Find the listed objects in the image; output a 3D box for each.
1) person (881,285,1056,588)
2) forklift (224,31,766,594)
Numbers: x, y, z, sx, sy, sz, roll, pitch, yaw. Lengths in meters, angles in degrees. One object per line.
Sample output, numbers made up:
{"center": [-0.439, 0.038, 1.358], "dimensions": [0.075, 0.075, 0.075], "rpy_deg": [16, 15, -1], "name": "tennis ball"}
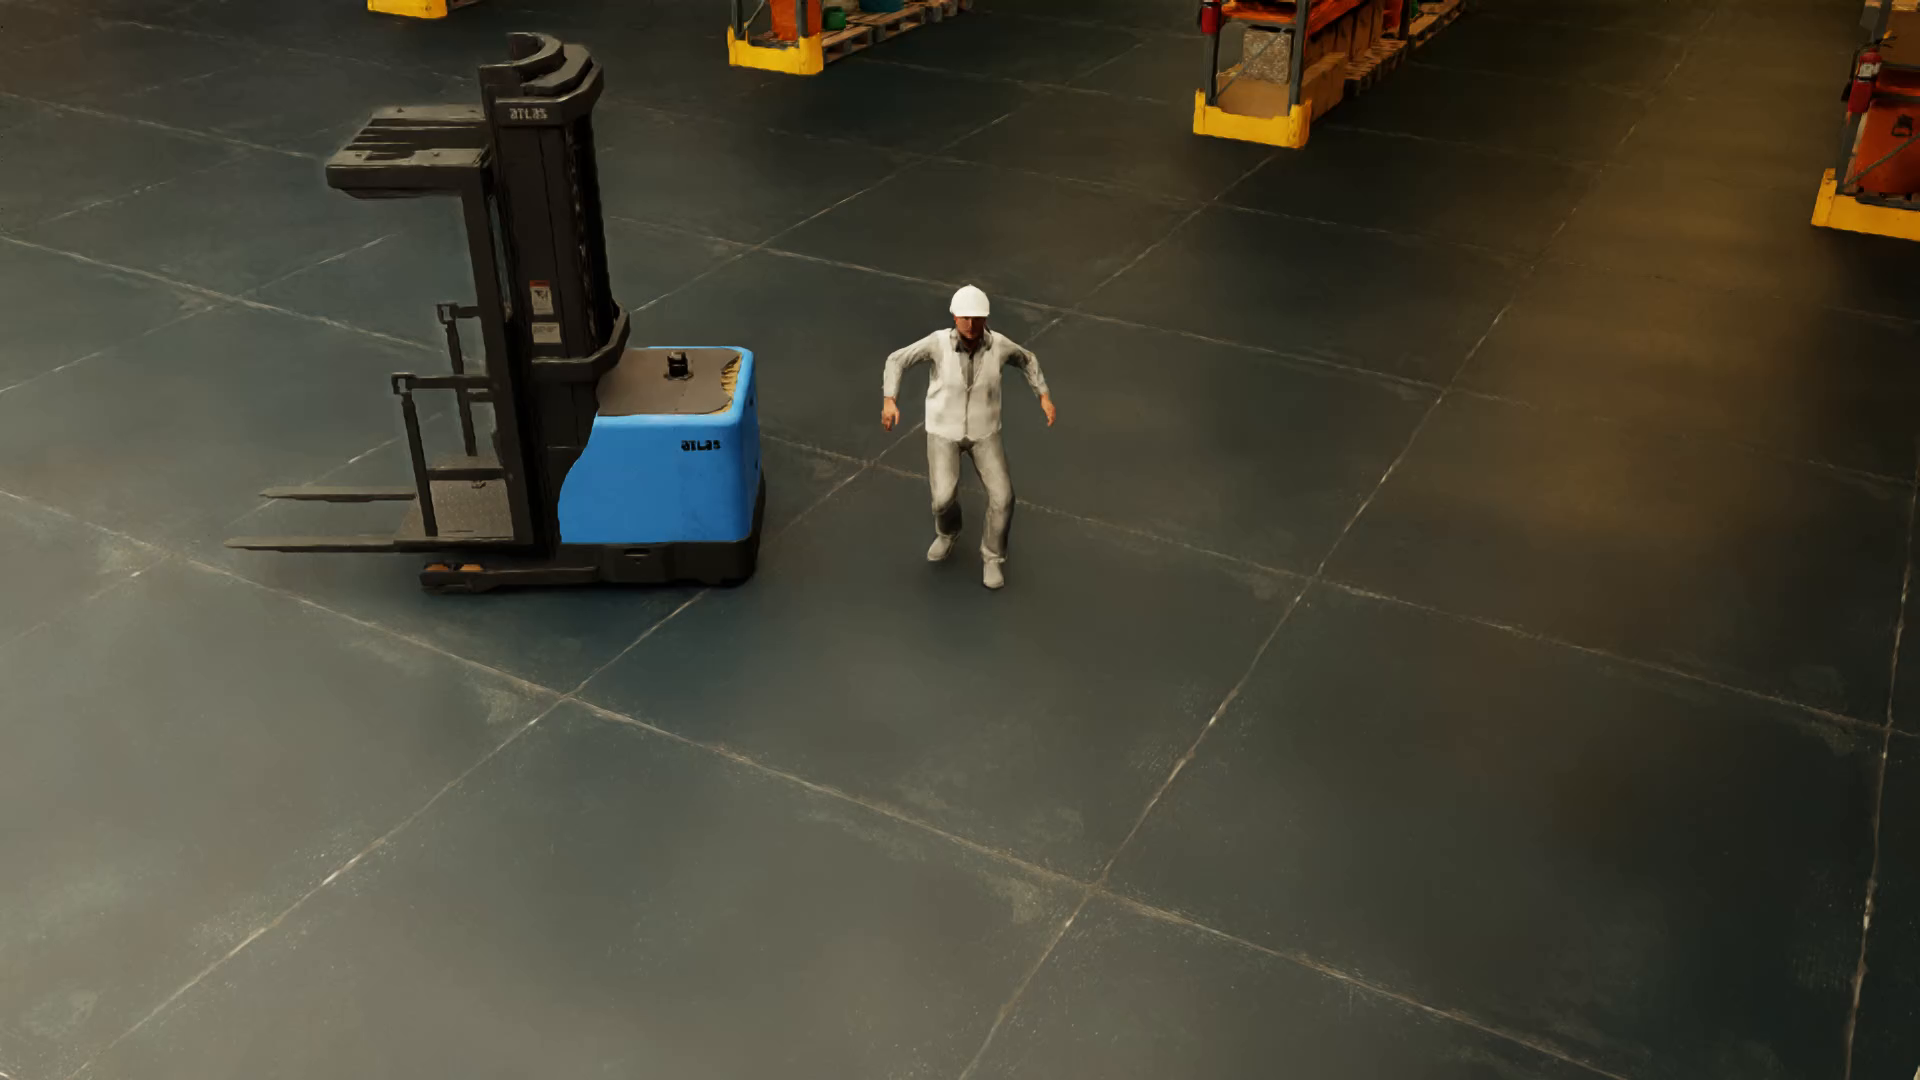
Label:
{"center": [0.064, -0.585, 9.357], "dimensions": [1.004, 1.675, 0.720], "rpy_deg": [-3, 30, -5], "name": "person"}
{"center": [-2.707, -1.232, 9.205], "dimensions": [3.031, 2.935, 1.130], "rpy_deg": [-1, 30, -1], "name": "forklift"}
